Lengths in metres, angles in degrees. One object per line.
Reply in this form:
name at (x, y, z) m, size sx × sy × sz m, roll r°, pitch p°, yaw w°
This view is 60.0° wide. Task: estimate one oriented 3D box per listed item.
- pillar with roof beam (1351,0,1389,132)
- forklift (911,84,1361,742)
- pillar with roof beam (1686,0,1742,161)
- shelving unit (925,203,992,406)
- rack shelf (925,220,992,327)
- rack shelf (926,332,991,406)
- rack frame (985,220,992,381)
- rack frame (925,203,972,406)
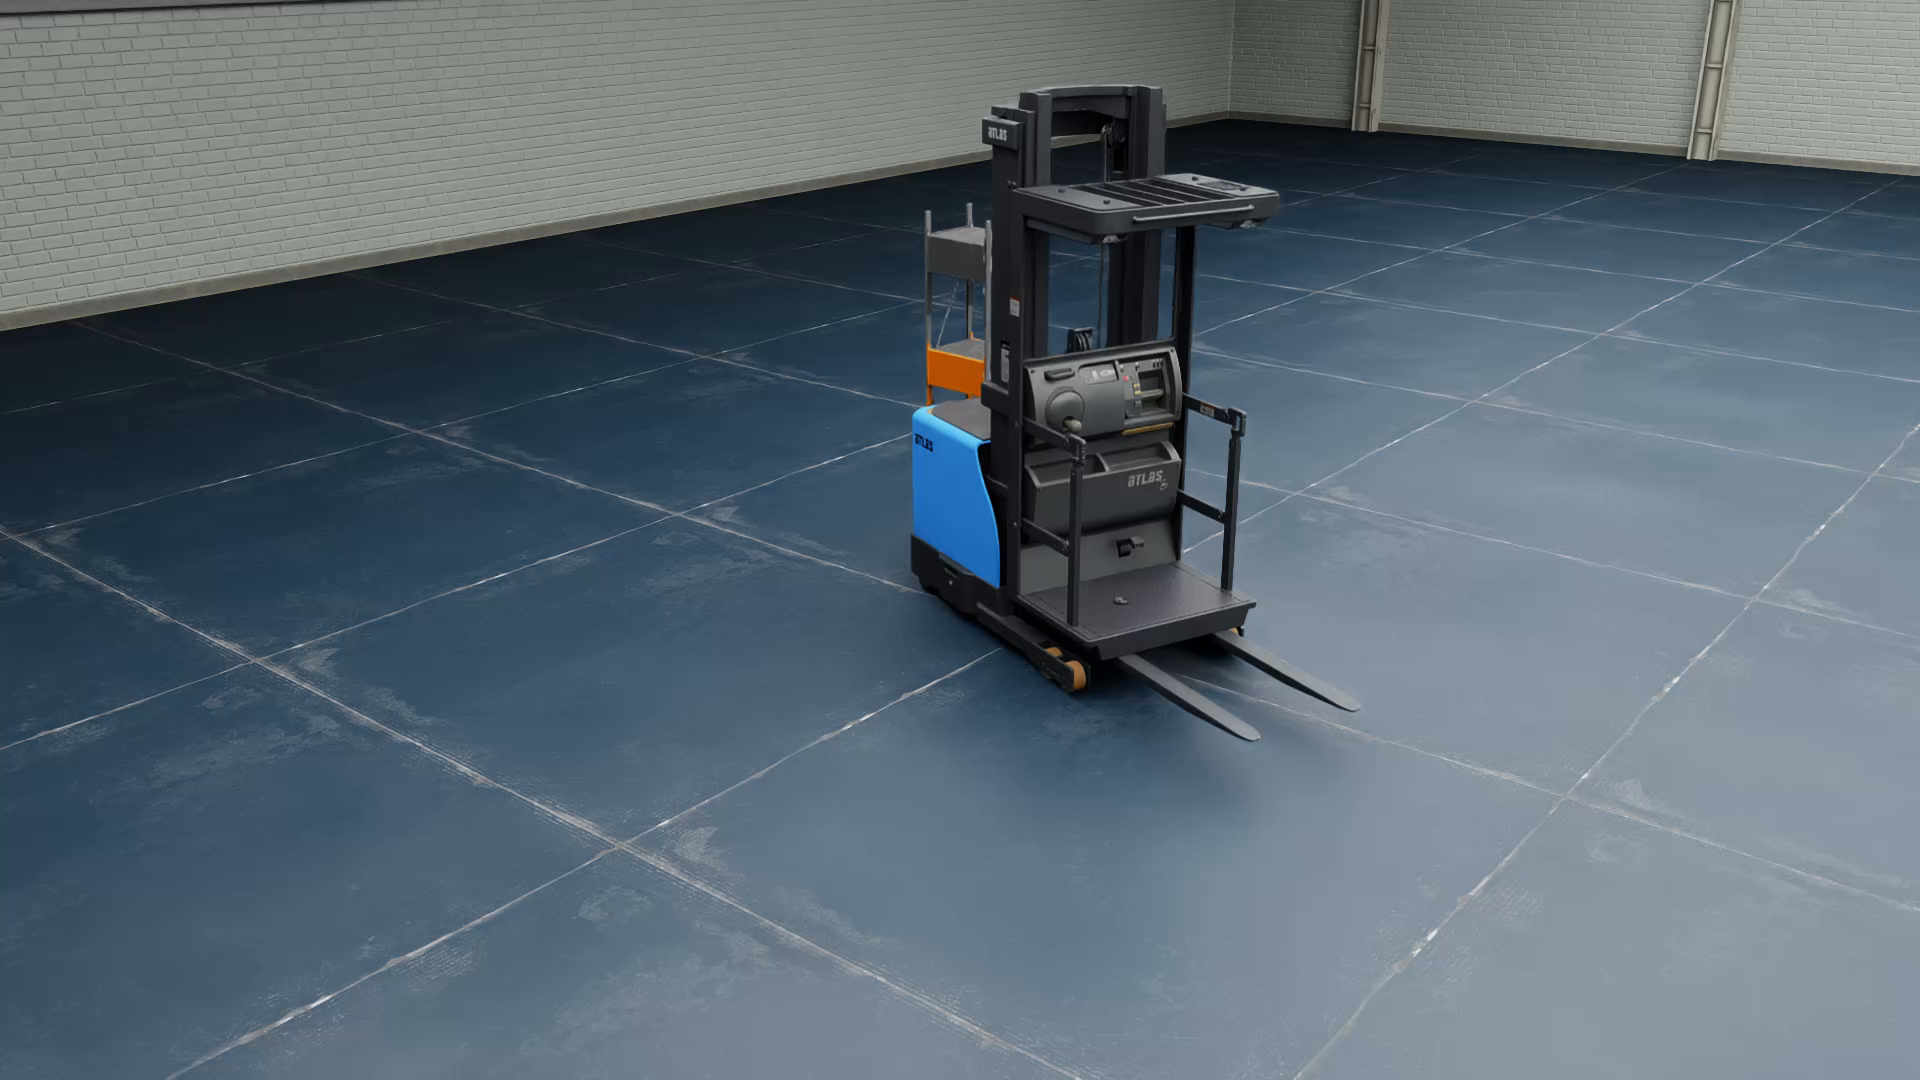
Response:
pillar with roof beam at (4.761, -10.606, 26.040) m, size 0.400 × 9.000 × 9.100 m, roll 16°, pitch 26°, yaw 36°
forklift at (0.873, -0.767, 8.548) m, size 1.130 × 2.935 × 3.031 m, roll -11°, pitch 23°, yaw -28°
pillar with roof beam at (9.410, -9.267, 22.490) m, size 0.400 × 9.000 × 9.100 m, roll 16°, pitch 26°, yaw 36°
shelving unit at (0.111, -0.970, 10.265) m, size 0.503 × 2.100 × 0.431 m, roll 18°, pitch 27°, yaw 40°
rack shelf at (0.111, -1.612, 10.023) m, size 0.480 × 0.518 × 0.431 m, roll 18°, pitch 27°, yaw 40°
rack shelf at (0.111, -0.958, 10.270) m, size 0.480 × 0.518 × 0.431 m, roll 18°, pitch 27°, yaw 40°
rack frame at (0.289, -0.912, 10.110) m, size 0.015 × 2.100 × 0.400 m, roll 18°, pitch 27°, yaw 40°
rack frame at (-0.068, -1.029, 10.421) m, size 0.015 × 2.100 × 0.400 m, roll 18°, pitch 27°, yaw 40°
